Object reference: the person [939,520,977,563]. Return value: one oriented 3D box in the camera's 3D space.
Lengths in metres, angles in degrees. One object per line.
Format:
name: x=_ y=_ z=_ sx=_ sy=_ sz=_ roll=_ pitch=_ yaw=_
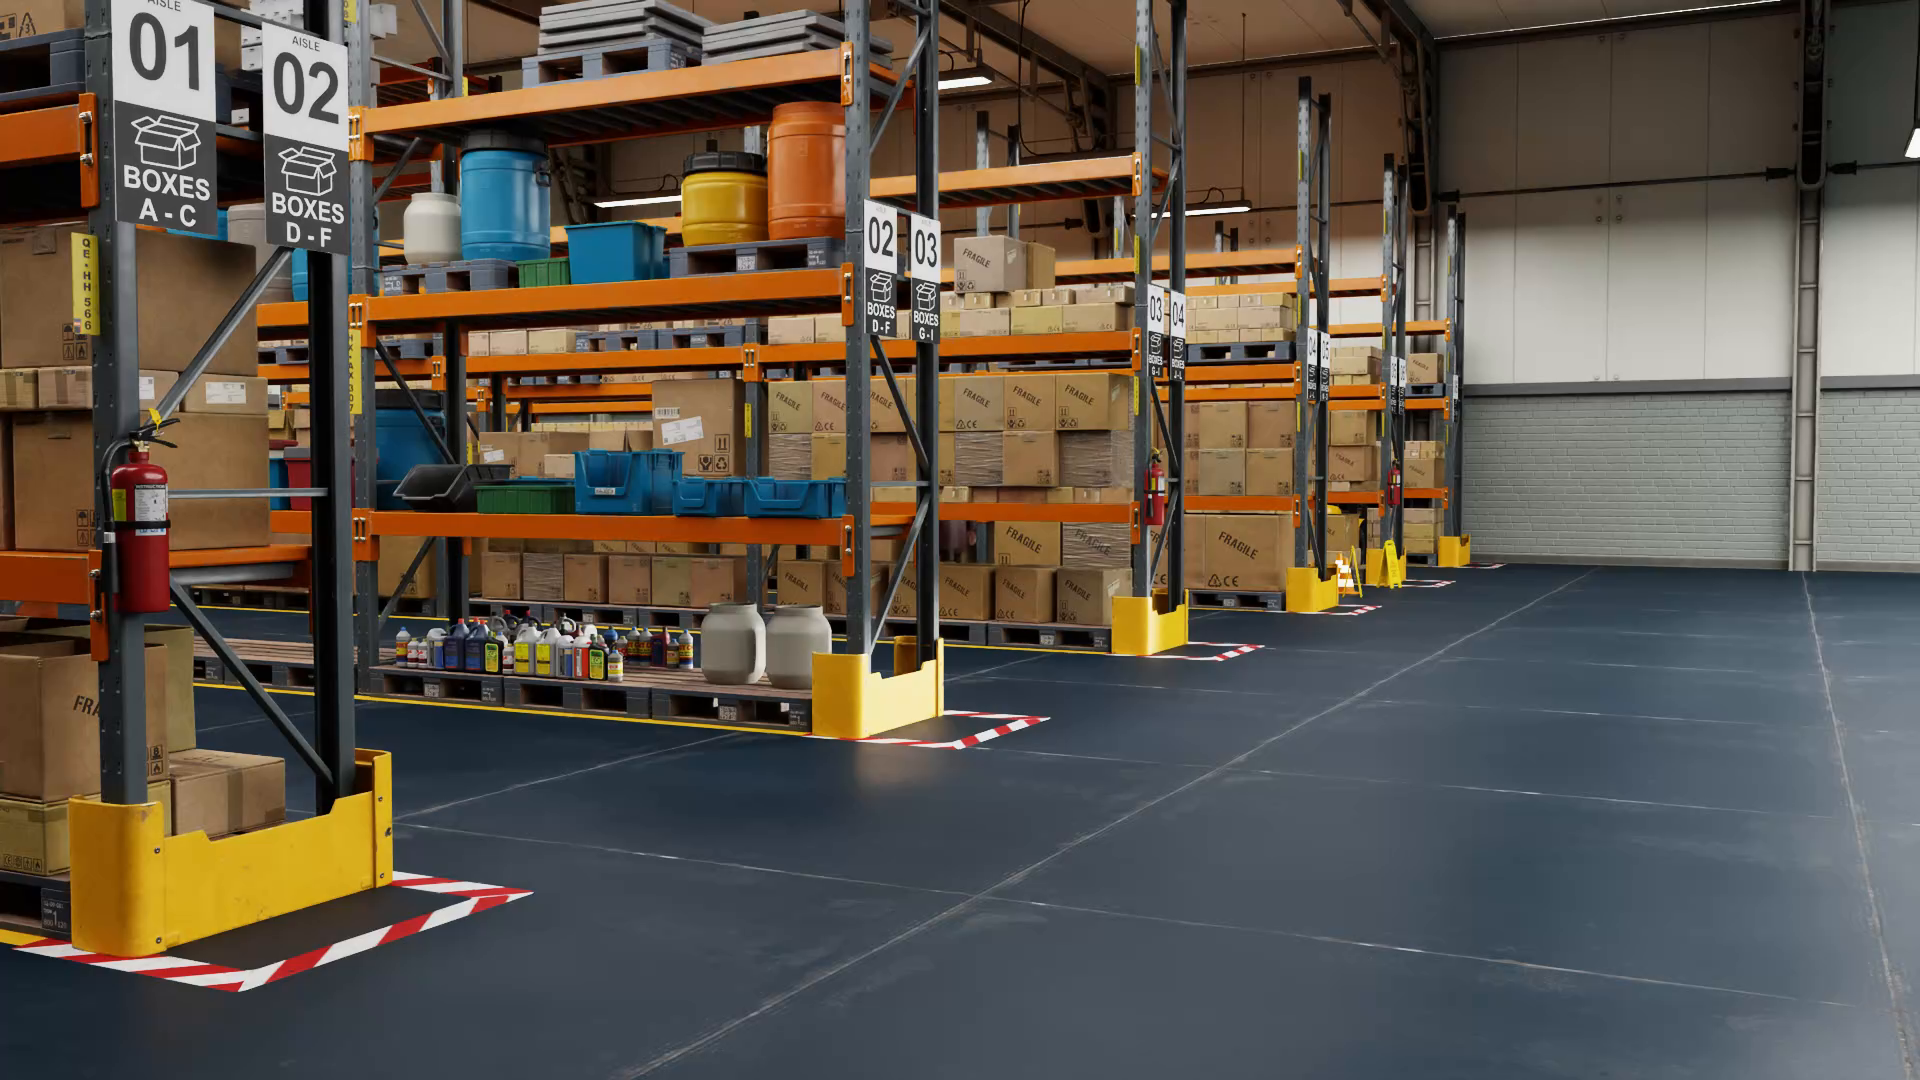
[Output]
person: x=-0.167 y=-0.095 z=19.312 sx=0.669 sy=1.753 sz=0.759 roll=-2 pitch=3 yaw=-43
